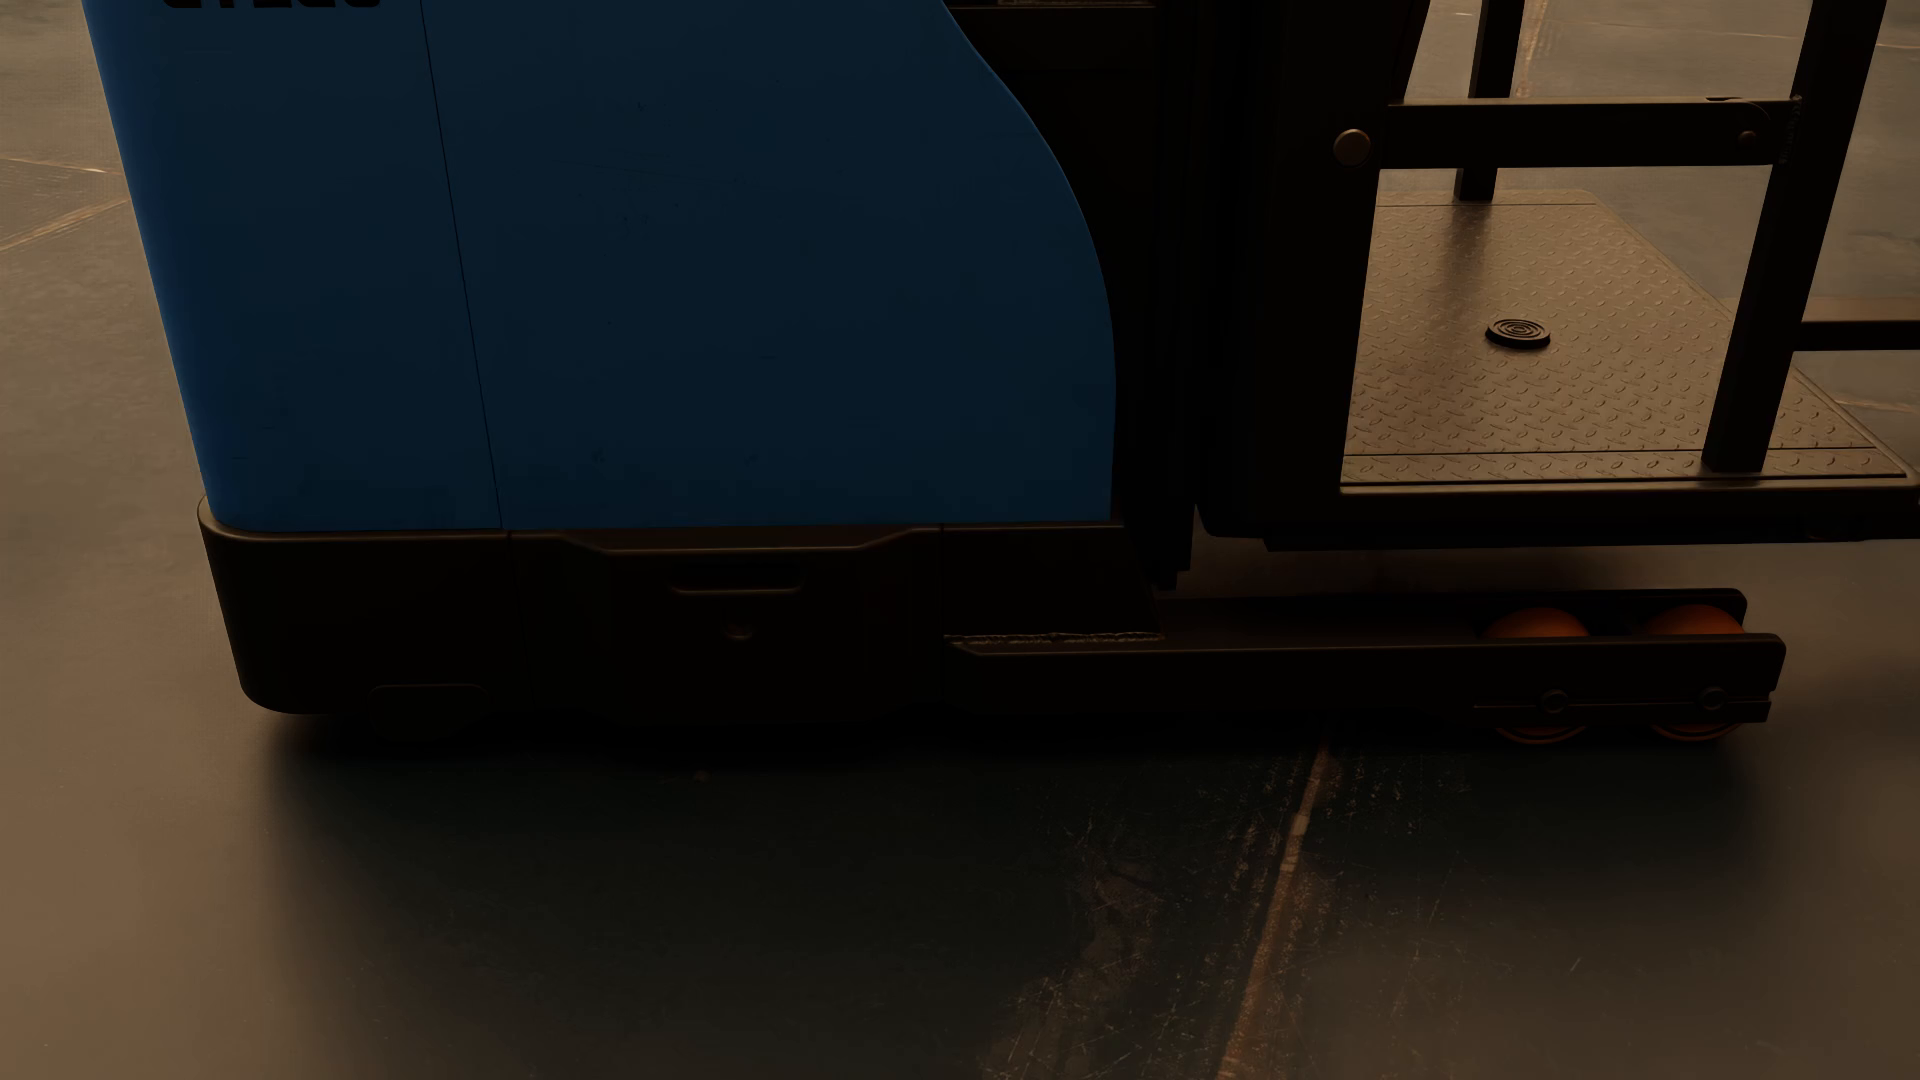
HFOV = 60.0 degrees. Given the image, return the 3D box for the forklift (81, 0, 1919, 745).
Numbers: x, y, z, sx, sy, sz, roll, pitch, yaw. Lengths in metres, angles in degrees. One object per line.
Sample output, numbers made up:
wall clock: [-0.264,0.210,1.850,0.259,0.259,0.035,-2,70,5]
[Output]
forklift: [0.608,-1.285,1.795,3.031,2.935,1.130,-1,30,-2]
